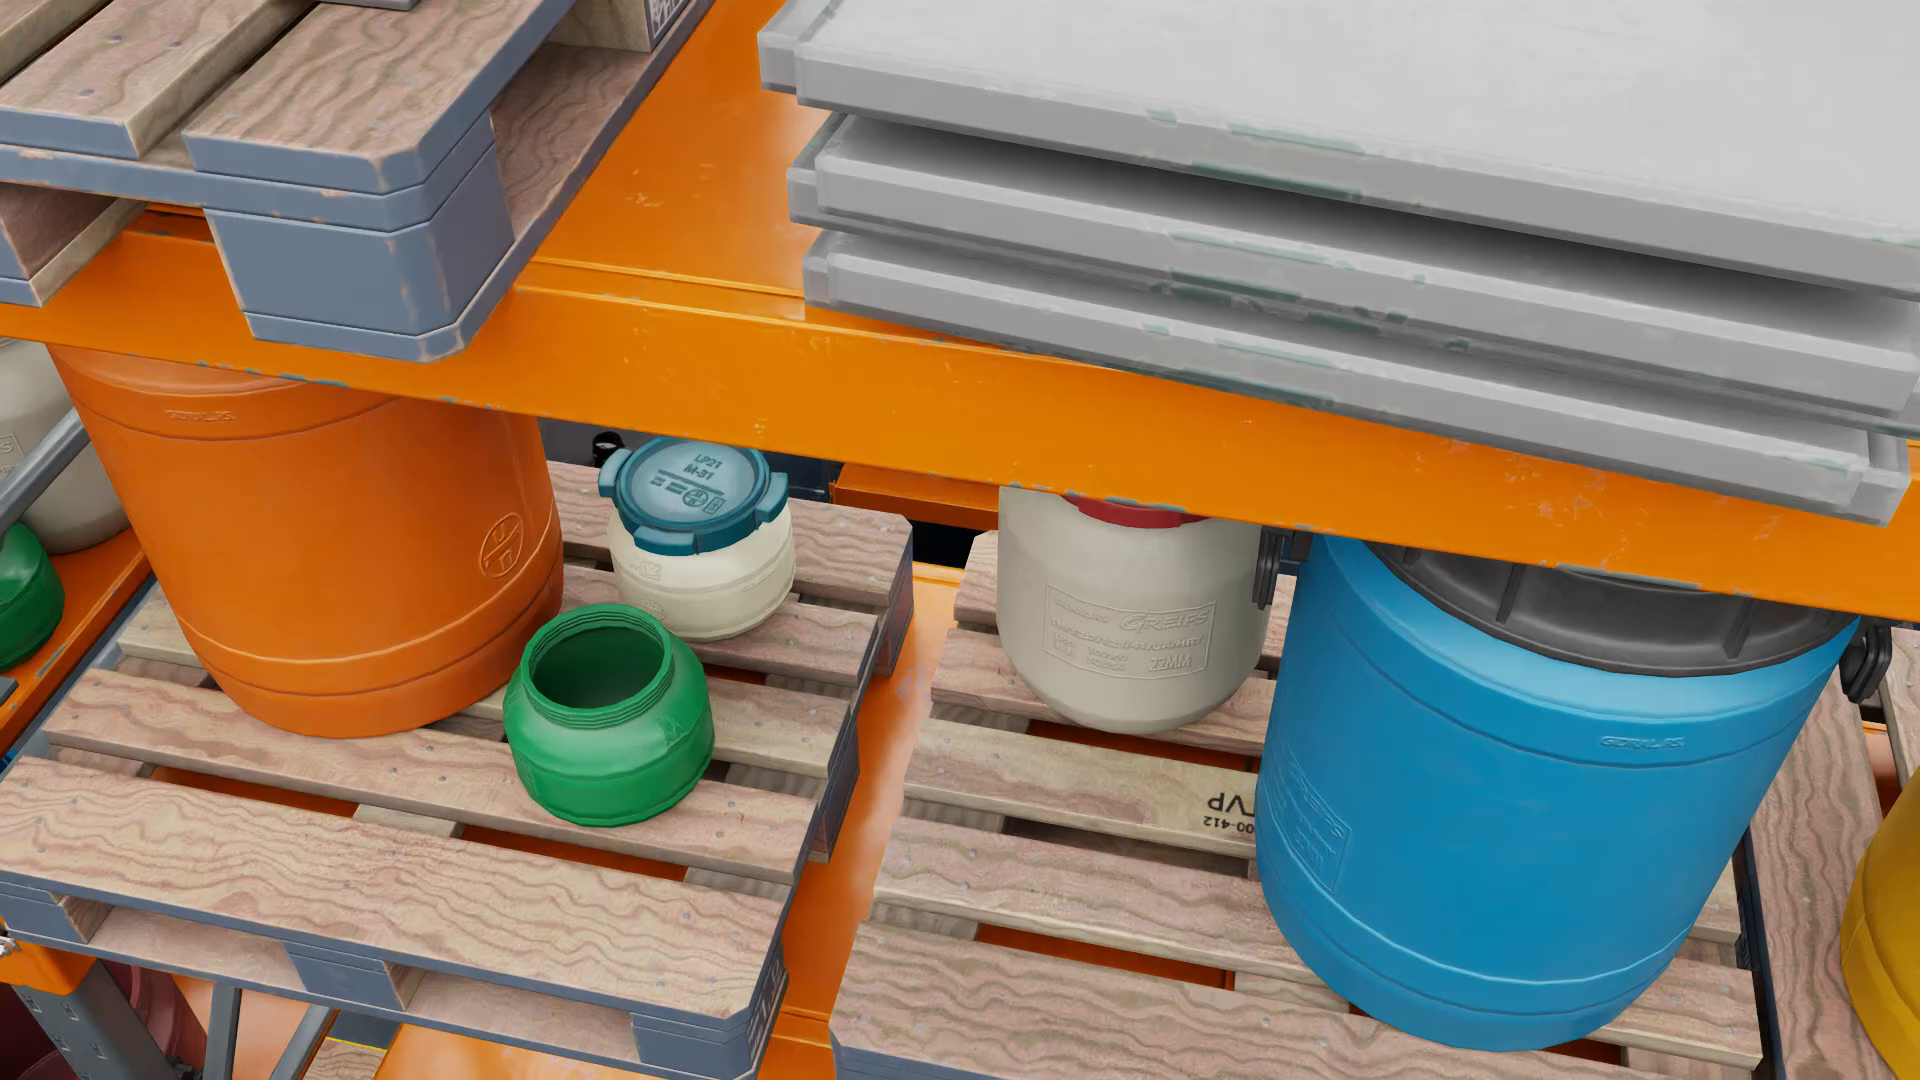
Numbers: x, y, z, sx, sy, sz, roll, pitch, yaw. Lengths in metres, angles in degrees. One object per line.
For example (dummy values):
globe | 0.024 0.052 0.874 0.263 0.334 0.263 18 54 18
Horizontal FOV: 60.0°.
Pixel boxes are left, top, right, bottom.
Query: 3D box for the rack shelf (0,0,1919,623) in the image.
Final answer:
rack shelf | 0.455 -0.342 1.884 4.000 0.370 1.077 9 45 9

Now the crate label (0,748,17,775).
crate label | -2.407 0.767 4.225 0.616 0.435 0.502 9 45 9

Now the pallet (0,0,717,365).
pallet | -0.799 -0.706 1.879 1.003 0.211 1.213 9 45 9

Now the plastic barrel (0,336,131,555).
plastic barrel | -1.733 -0.262 3.076 0.421 0.512 0.421 0 44 0

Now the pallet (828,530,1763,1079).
pallet | 0.513 0.484 2.517 1.213 0.211 1.003 9 45 9

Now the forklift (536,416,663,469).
forklift | -2.211 -0.148 5.250 3.031 2.935 1.130 -21 48 -20

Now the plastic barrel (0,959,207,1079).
plastic barrel | -2.015 1.199 3.703 0.708 0.536 0.600 9 45 9

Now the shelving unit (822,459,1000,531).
shelving unit | 0.007 -0.404 6.819 1.048 1.125 0.538 9 45 9

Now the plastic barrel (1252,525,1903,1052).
plastic barrel | 0.708 0.151 2.062 0.708 0.901 0.600 9 45 9

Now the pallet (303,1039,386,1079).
pallet | -2.244 1.974 5.007 1.213 0.211 1.003 9 45 9

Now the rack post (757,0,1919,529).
rack post | 0.404 -0.483 1.583 0.954 0.300 0.937 13 45 13

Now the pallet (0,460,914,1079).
pallet | -0.771 0.283 2.727 1.213 0.211 1.003 9 45 9

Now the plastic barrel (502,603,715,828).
plastic barrel | -0.513 0.253 2.430 0.294 0.245 0.294 0 44 0

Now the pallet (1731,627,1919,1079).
pallet | 1.621 0.654 2.341 1.003 0.211 1.213 9 45 9

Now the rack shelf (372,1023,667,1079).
rack shelf | 0.455 1.675 3.825 4.000 0.370 1.077 9 45 9

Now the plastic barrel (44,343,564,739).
plastic barrel | -0.943 -0.186 2.464 0.708 0.830 0.600 9 45 9

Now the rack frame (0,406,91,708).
rack frame | -1.496 -1.048 1.810 0.127 3.000 1.000 9 45 9

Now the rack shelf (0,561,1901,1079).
rack shelf | 0.455 0.595 2.785 4.000 0.370 1.077 9 45 9

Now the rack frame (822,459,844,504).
rack frame | -0.489 -0.481 6.899 0.032 1.125 0.500 9 45 9

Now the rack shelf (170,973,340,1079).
rack shelf | -3.448 1.070 4.455 4.000 0.370 1.077 9 45 9

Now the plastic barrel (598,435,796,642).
plastic barrel | -0.418 -0.006 2.687 0.301 0.262 0.301 0 44 0

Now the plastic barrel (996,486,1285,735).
plastic barrel | 0.267 -0.001 2.485 0.433 0.535 0.433 0 44 0

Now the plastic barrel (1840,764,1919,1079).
plastic barrel | 1.472 0.418 2.011 0.600 0.588 0.600 0 44 0

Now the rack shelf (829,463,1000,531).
rack shelf | 0.007 -0.228 6.988 1.000 0.278 0.538 9 45 9

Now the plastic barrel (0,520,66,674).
plastic barrel | -1.749 0.086 2.907 0.294 0.245 0.294 0 44 0

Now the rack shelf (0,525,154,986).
rack shelf | -3.448 -0.011 3.414 4.000 0.370 1.077 9 45 9

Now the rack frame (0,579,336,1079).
rack frame | -1.496 1.113 3.890 0.127 3.000 1.000 9 45 9

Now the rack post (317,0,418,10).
rack post | -0.780 -0.939 1.751 0.937 0.300 0.954 9 45 9
